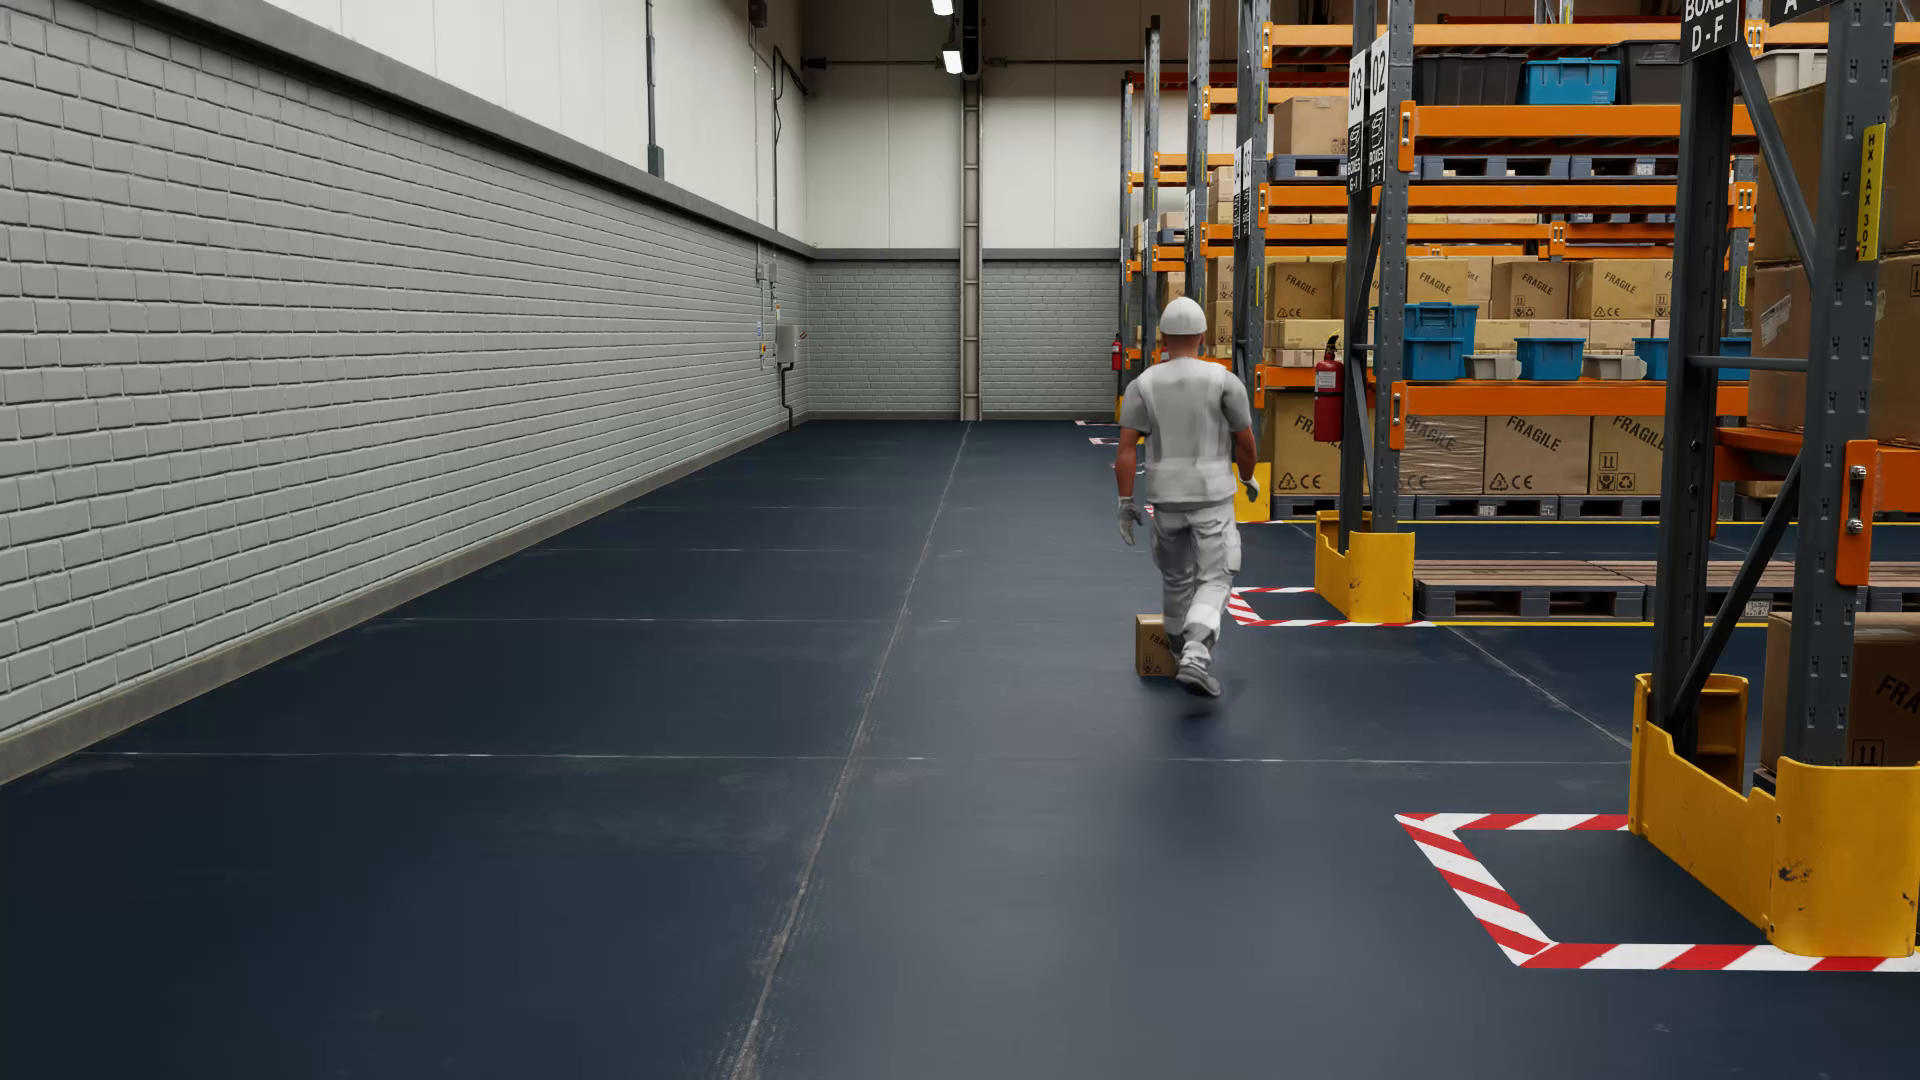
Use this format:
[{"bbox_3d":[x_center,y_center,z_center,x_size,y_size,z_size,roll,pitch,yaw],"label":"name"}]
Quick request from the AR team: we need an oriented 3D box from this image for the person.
[{"bbox_3d":[1.016,-0.181,7.288,0.559,1.749,1.062,3,8,23],"label":"person"}]
